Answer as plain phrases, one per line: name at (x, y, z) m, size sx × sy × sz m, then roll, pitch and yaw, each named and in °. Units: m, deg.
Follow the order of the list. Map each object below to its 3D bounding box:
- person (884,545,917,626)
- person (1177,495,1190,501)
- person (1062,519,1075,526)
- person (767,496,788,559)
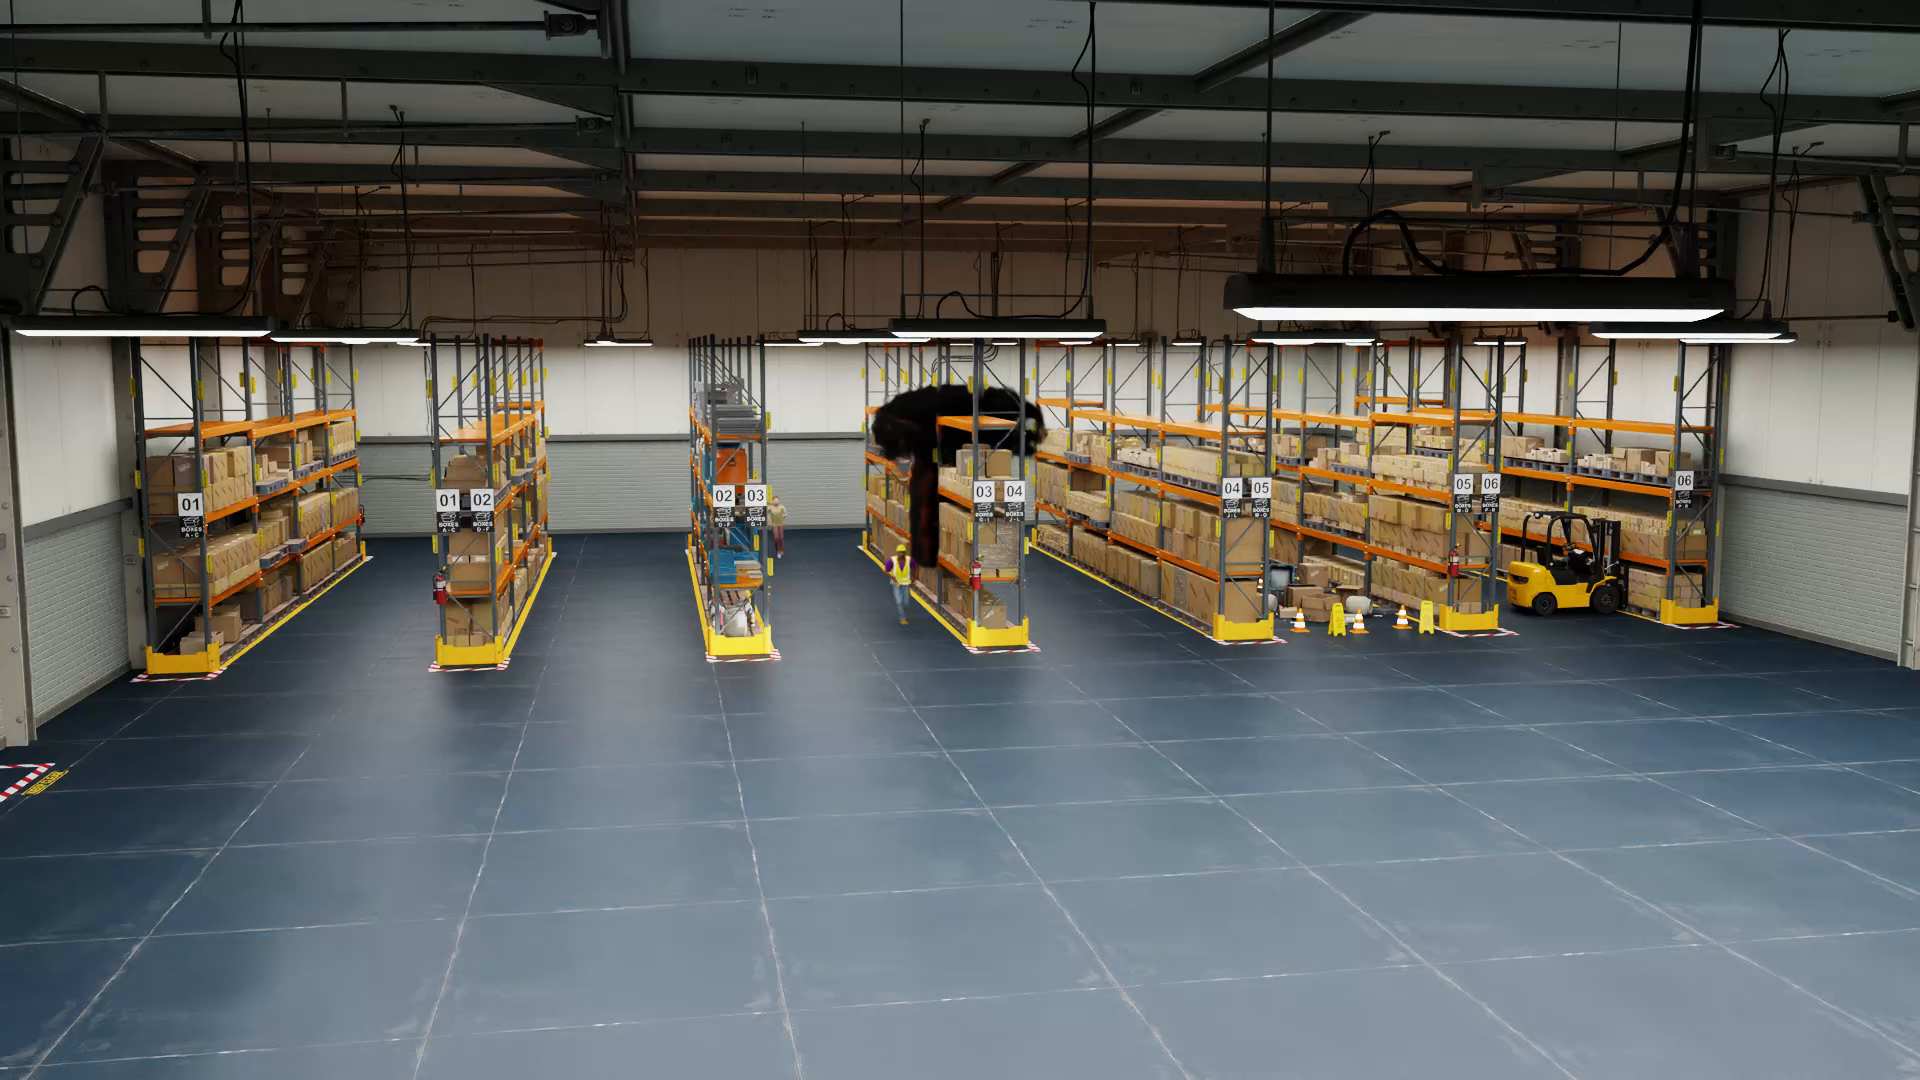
person at (-1.232, 0.930, 34.579) m, size 0.685 × 1.704 × 0.736 m, roll -1°, pitch 7°, yaw -7°
person at (7.074, -1.048, 52.113) m, size 0.891 × 1.564 × 0.535 m, roll -3°, pitch 7°, yaw -28°
person at (3.341, -0.771, 49.635) m, size 0.768 × 1.703 × 0.617 m, roll 3°, pitch 7°, yaw 26°
person at (-5.046, -0.356, 45.912) m, size 0.575 × 1.679 × 0.842 m, roll -2°, pitch 7°, yaw -13°
